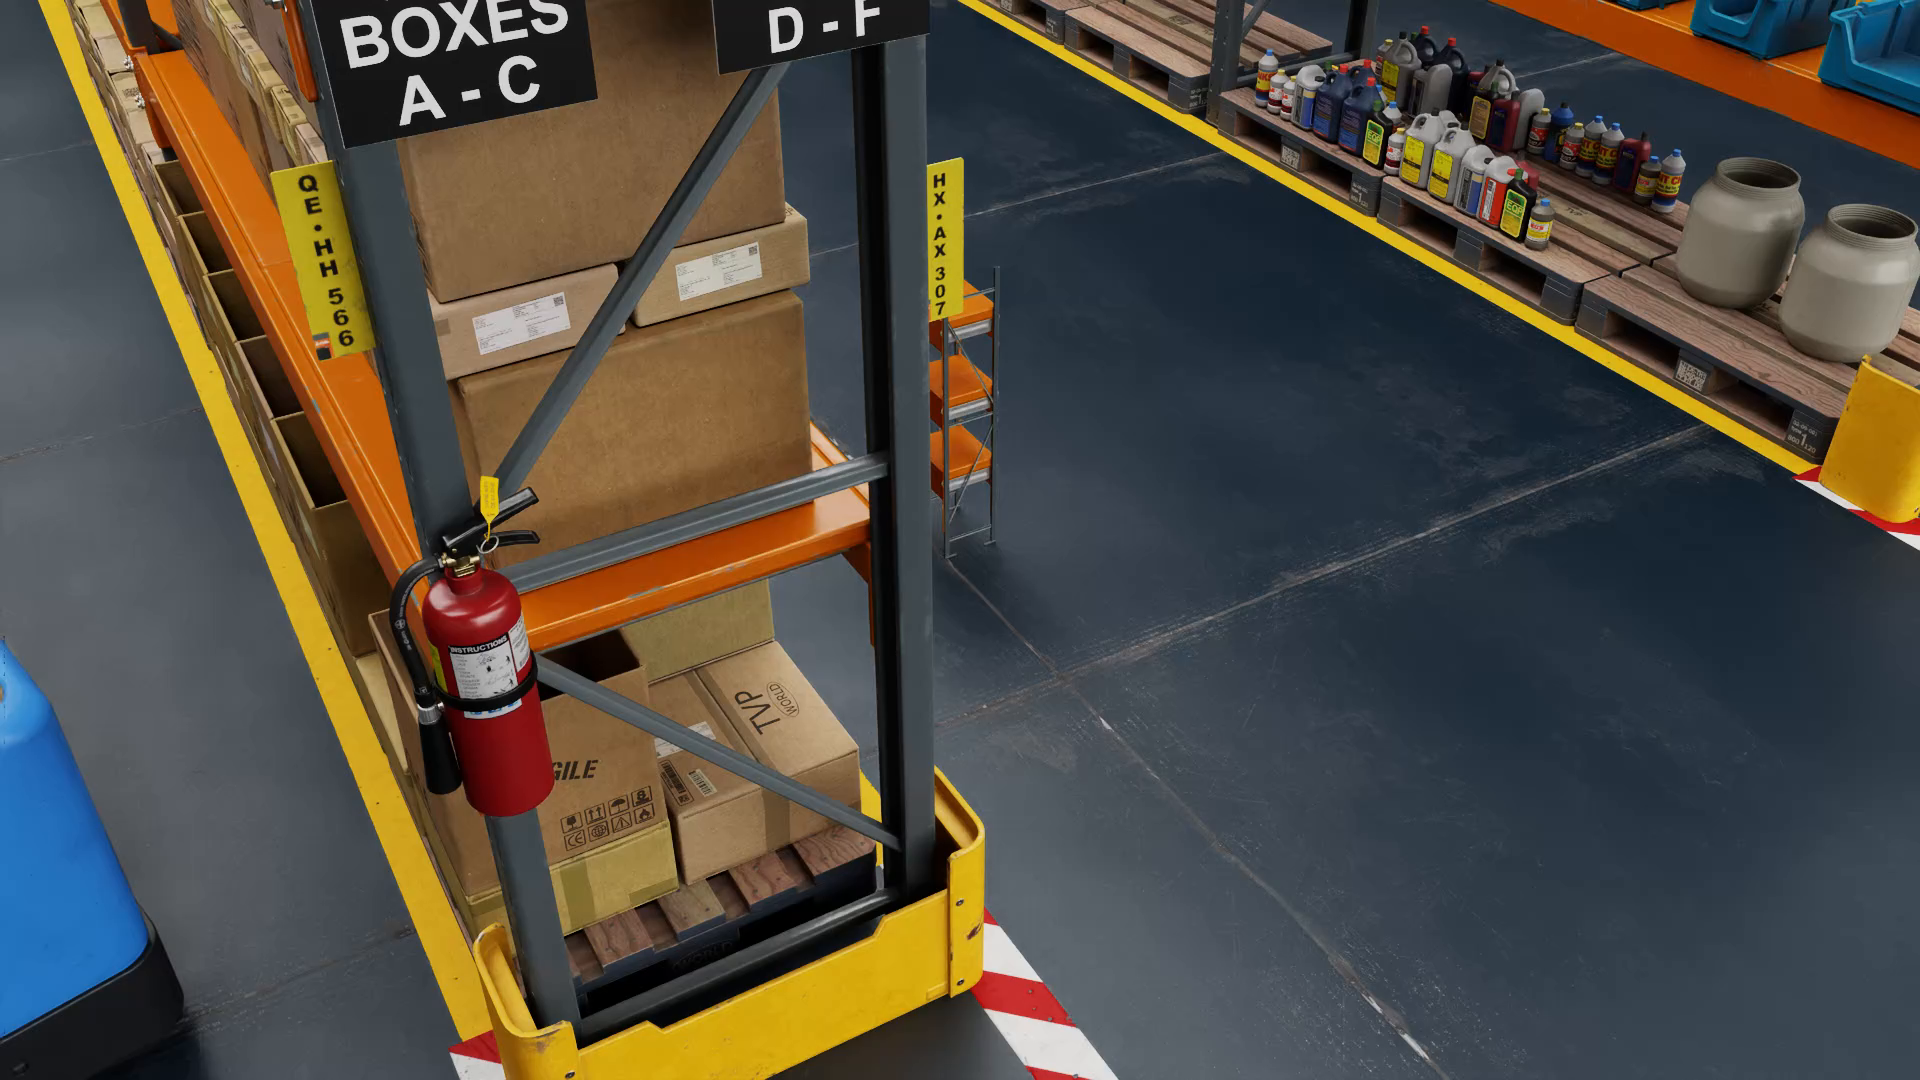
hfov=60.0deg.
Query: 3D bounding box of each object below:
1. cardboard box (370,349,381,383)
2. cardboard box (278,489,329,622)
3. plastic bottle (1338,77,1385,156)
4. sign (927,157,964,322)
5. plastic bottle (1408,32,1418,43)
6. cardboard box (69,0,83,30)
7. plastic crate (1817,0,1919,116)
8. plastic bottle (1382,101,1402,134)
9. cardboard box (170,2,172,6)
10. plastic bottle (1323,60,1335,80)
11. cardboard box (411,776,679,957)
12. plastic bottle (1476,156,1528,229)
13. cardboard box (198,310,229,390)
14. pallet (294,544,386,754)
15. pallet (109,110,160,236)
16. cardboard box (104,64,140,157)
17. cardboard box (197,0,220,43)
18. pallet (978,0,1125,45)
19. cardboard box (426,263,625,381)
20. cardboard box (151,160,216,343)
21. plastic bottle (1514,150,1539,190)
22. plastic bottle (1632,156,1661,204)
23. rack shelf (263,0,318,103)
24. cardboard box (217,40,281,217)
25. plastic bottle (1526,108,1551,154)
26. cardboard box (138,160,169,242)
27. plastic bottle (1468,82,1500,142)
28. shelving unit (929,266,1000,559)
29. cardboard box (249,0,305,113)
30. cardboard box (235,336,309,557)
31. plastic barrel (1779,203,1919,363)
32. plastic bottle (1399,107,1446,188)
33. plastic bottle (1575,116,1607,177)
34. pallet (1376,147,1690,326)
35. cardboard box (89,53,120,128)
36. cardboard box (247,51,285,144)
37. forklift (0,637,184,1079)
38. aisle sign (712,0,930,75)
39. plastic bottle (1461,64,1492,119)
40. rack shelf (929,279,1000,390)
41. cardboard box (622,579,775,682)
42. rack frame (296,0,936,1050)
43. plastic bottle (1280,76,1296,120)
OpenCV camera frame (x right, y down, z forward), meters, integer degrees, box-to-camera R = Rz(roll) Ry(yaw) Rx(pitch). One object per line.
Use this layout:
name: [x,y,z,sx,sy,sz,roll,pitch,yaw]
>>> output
cardboard box: [-1.012,-0.575,3.909,0.700,0.500,0.500,-18,40,-23]
cardboard box: [-1.810,-0.033,5.227,0.500,0.250,0.500,-19,40,-24]
plastic bottle: [1.896,-2.009,7.831,0.144,0.351,0.185,-21,41,-26]
sign: [-0.038,-0.569,3.185,0.100,0.325,0.005,-19,40,-24]
plastic bottle: [2.281,-2.465,8.512,0.061,0.283,0.133,-17,39,-22]
cardboard box: [-4.259,-2.772,8.502,0.500,0.311,0.500,-20,41,-25]
plastic crate: [3.254,-1.599,5.522,0.499,0.251,0.616,-19,40,-24]
plastic bottle: [2.002,-1.913,7.766,0.097,0.271,0.097,0,36,0]
cardboard box: [-2.815,-2.244,6.406,0.500,0.250,0.500,-16,39,-21]
plastic bottle: [1.813,-2.195,8.143,0.061,0.283,0.133,-19,40,-24]
cardboard box: [-1.046,0.729,4.184,0.500,0.250,0.500,-19,40,-24]
plastic bottle: [2.359,-1.513,7.215,0.152,0.276,0.135,-19,40,-24]
cardboard box: [-2.559,-0.799,6.276,0.500,0.250,0.500,-19,40,-24]
pallet: [-1.550,0.101,5.433,1.003,0.211,1.213,-19,40,-24]
pallet: [-3.551,-1.927,8.210,1.003,0.211,1.213,-19,40,-24]
cardboard box: [-3.497,-1.992,7.434,0.500,0.311,0.500,-19,40,-24]
cardboard box: [-1.912,-1.518,4.651,0.380,0.149,0.250,-20,41,-25]
pallet: [0.709,-3.418,10.251,1.003,0.211,1.213,-19,40,-24]
cardboard box: [-0.877,-0.467,3.211,0.380,0.149,0.250,-20,40,-25]
cardboard box: [-2.568,-1.099,6.051,0.500,0.500,0.500,-19,40,-24]
plastic bottle: [2.451,-1.548,7.256,0.061,0.283,0.133,-19,40,-24]
plastic bottle: [3.071,-1.610,7.410,0.097,0.201,0.097,0,36,0]
rack shelf: [-1.525,-1.967,3.967,1.077,0.370,4.000,-19,40,-24]
cardboard box: [-1.783,-1.358,4.981,0.700,0.500,0.500,-18,40,-23]
plastic bottle: [2.747,-1.938,7.860,0.097,0.201,0.097,0,36,0]
cardboard box: [-3.242,-1.509,7.249,0.500,0.250,0.500,-20,40,-25]
plastic bottle: [2.510,-2.064,7.962,0.061,0.283,0.133,-19,40,-24]
shelving unit: [-0.027,-0.451,5.478,0.215,1.050,0.252,-19,40,-24]
cardboard box: [-1.294,-1.383,3.915,0.700,0.500,0.500,-19,40,-24]
cardboard box: [-1.813,-0.335,5.004,0.500,0.500,0.500,-19,40,-24]
plastic barrel: [3.367,-0.970,6.288,0.421,0.512,0.421,0,36,0]
plastic bottle: [2.110,-1.792,7.534,0.144,0.351,0.185,-19,40,-24]
plastic bottle: [2.900,-1.811,7.626,0.097,0.271,0.097,0,36,0]
pallet: [2.673,-1.428,7.527,1.003,0.211,1.213,-19,40,-24]
cardboard box: [-4.011,-2.292,8.320,0.500,0.250,0.500,-20,41,-25]
cardboard box: [-1.529,-1.127,4.115,0.380,0.149,0.250,-18,40,-23]
forklift: [-3.282,-0.400,3.813,1.130,2.935,3.031,-30,45,-34]
aisle sign: [-0.223,-1.133,2.554,0.394,0.787,0.004,-19,40,-24]
plastic bottle: [2.542,-2.201,8.151,0.061,0.283,0.133,-16,39,-21]
rack shelf: [-0.027,-0.672,5.317,0.215,0.259,0.240,-19,40,-24]
cardboard box: [-0.851,0.018,4.522,0.500,0.500,0.500,-19,40,-24]
rack frame: [-0.521,-0.026,3.243,1.000,3.000,0.127,-19,40,-24]
plastic bottle: [1.638,-2.184,8.196,0.097,0.201,0.097,0,36,0]
